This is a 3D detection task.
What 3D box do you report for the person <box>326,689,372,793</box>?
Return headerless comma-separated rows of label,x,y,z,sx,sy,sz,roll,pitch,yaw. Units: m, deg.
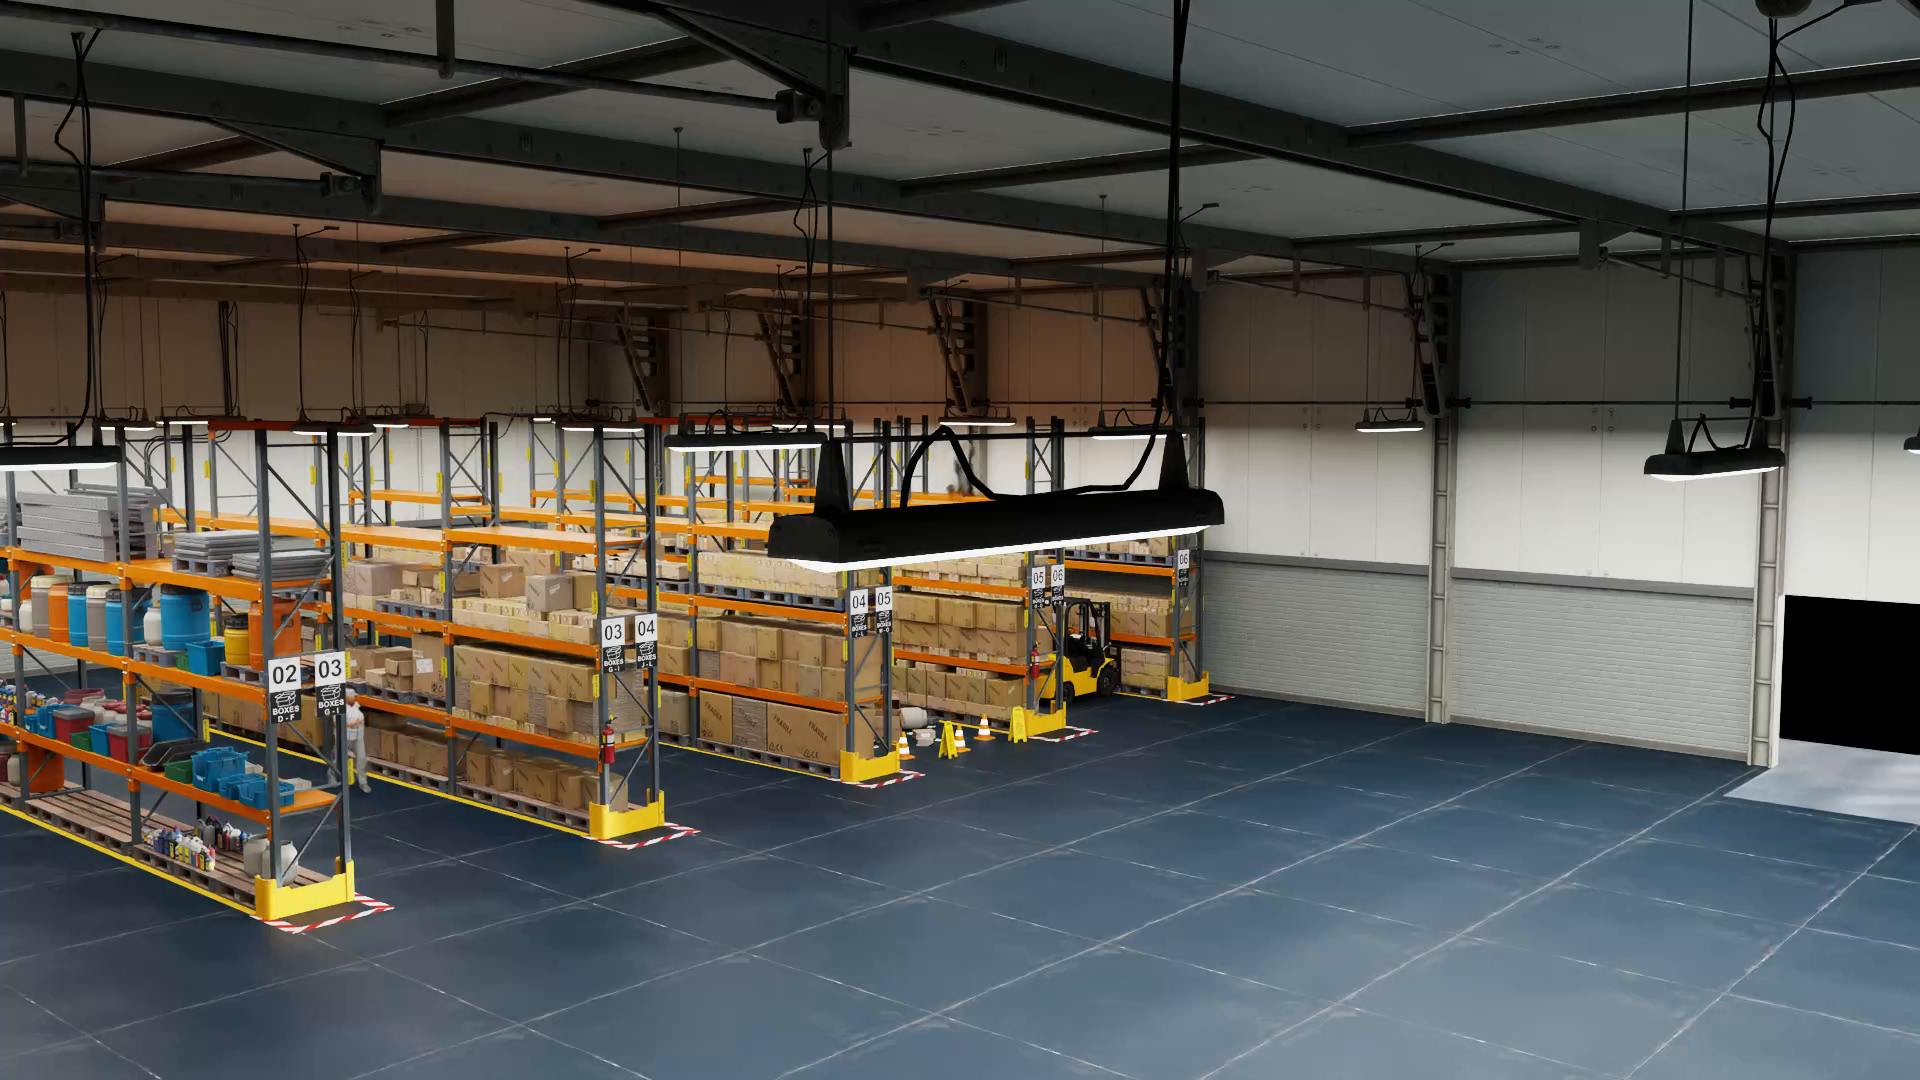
person,-9.926,3.235,27.001,0.933,1.669,0.598,3,6,32
